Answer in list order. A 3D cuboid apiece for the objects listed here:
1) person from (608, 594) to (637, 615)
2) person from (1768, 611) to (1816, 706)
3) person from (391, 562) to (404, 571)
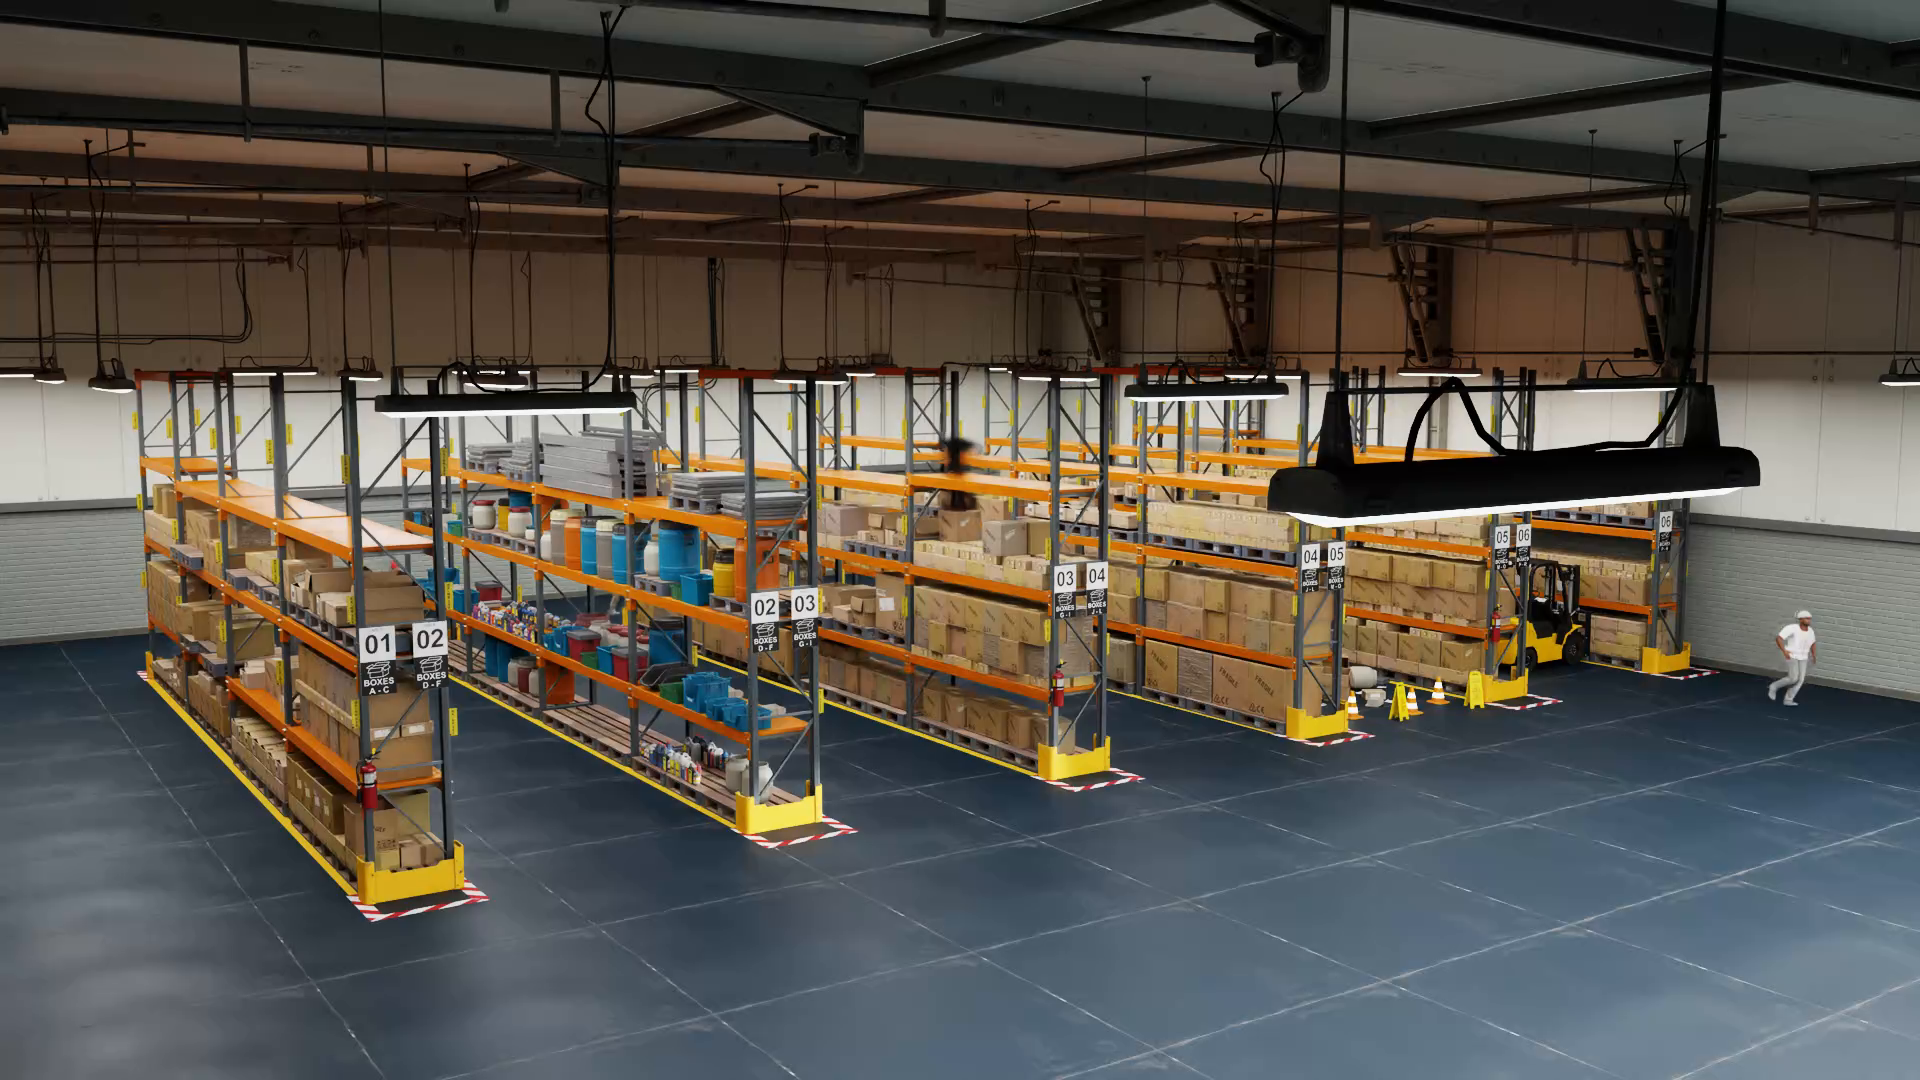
[{"bbox_3d":[-8.074,0.994,39.741,0.776,1.786,0.663,3,7,22],"label":"person"},{"bbox_3d":[15.048,2.115,29.940,0.748,1.725,0.584,-2,7,-18],"label":"person"},{"bbox_3d":[-12.211,1.340,36.072,0.981,1.758,0.698,-2,7,-18],"label":"person"}]
